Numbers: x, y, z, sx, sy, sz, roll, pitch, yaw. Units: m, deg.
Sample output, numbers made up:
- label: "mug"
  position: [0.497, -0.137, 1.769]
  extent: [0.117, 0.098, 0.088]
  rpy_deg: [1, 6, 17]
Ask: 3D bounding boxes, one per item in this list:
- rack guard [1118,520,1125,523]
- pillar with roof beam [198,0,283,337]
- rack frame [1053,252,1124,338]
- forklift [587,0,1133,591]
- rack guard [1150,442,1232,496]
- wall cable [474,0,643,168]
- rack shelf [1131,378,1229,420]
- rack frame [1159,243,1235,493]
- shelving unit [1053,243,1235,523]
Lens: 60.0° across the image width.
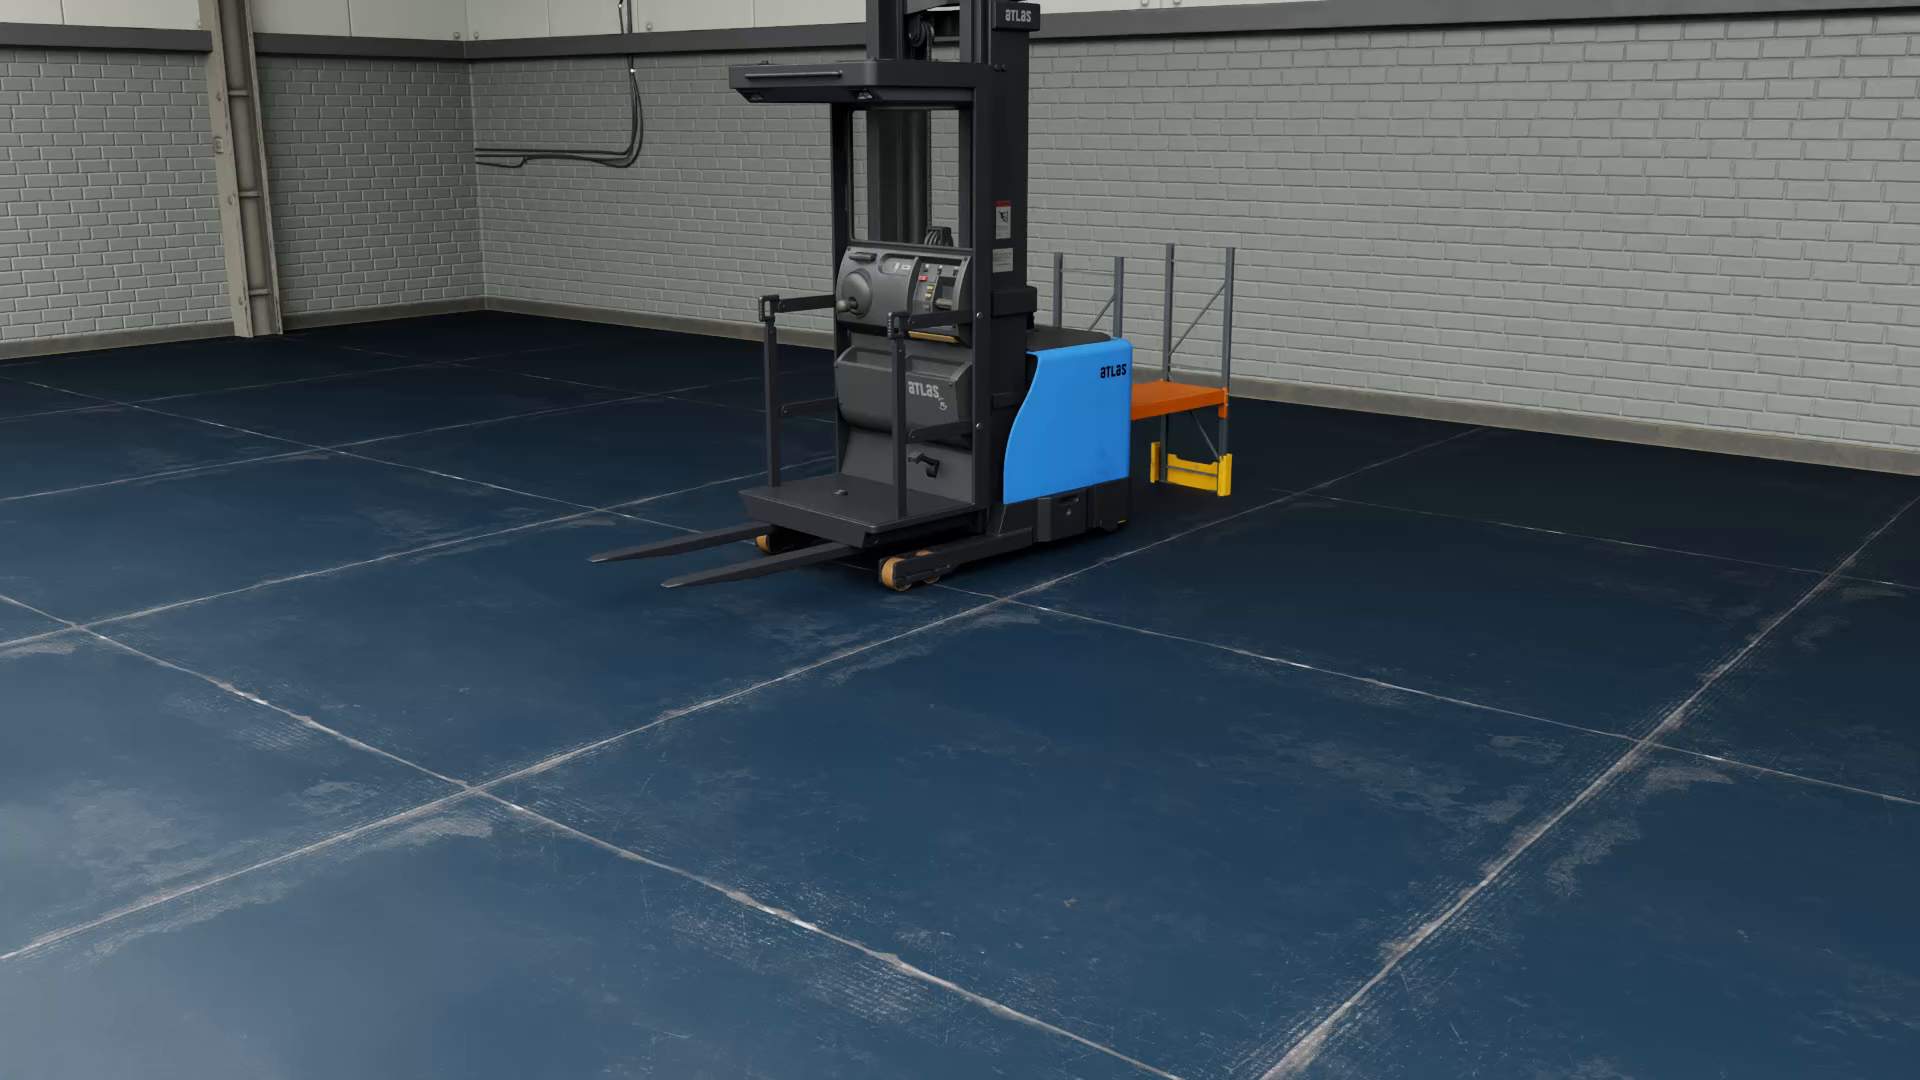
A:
- label: "rack guard"
  position: [0.723, -0.275, 9.699]
  extent: [0.087, 0.250, 0.587]
  rpy_deg: [-14, 20, -43]
- label: "pillar with roof beam"
  position: [-4.143, -5.890, 14.034]
  extent: [9.100, 9.000, 0.400]
  rpy_deg: [11, 18, 38]
- label: "rack frame"
  position: [0.723, -0.881, 9.544]
  extent: [0.032, 1.500, 0.500]
  rpy_deg: [-14, 20, -43]
- label: "forklift"
  position: [-0.447, -1.314, 8.342]
  extent: [3.031, 2.935, 1.130]
  rpy_deg: [-13, 19, -42]
- label: "rack guard"
  position: [1.436, -0.447, 10.373]
  extent: [0.087, 0.250, 0.587]
  rpy_deg: [-14, 20, -43]
- label: "wall cable"
  position: [-4.611, -5.411, 18.454]
  extent: [3.097, 2.526, 0.112]
  rpy_deg: [11, 18, 38]
- label: "rack shelf"
  position: [1.086, -0.794, 9.933]
  extent: [1.000, 0.185, 0.538]
  rpy_deg: [-14, 20, -43]
- label: "rack frame"
  position: [1.450, -1.056, 10.232]
  extent: [0.032, 1.500, 0.500]
  rpy_deg: [-14, 20, -43]
- label: "shelving unit"
  position: [1.080, -0.967, 9.882]
  extent: [1.083, 1.500, 0.587]
  rpy_deg: [-14, 20, -43]
